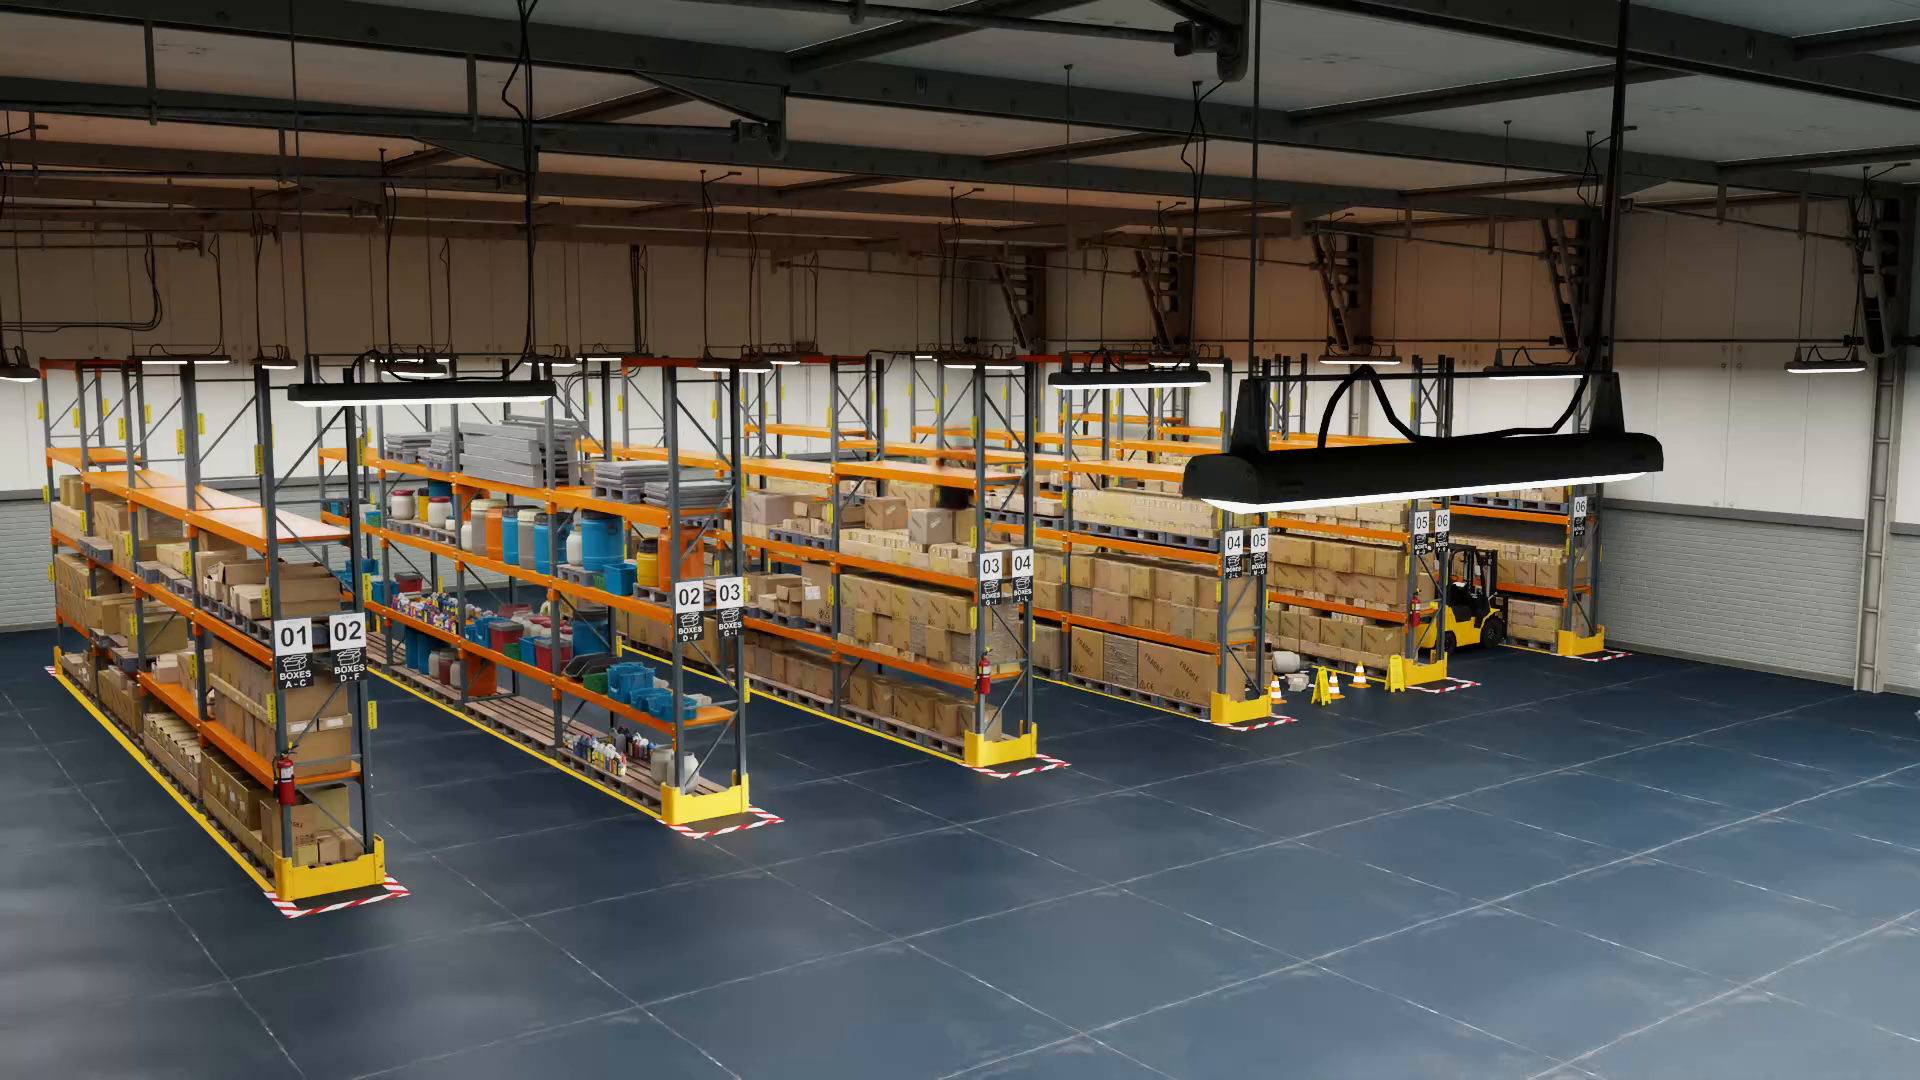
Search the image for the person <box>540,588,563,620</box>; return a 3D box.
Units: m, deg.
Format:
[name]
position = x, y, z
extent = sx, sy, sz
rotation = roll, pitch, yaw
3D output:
[person]
position = -7.707, 1.709, 31.674
extent = 0.559, 1.629, 0.584
rotation = -6, 9, -41
